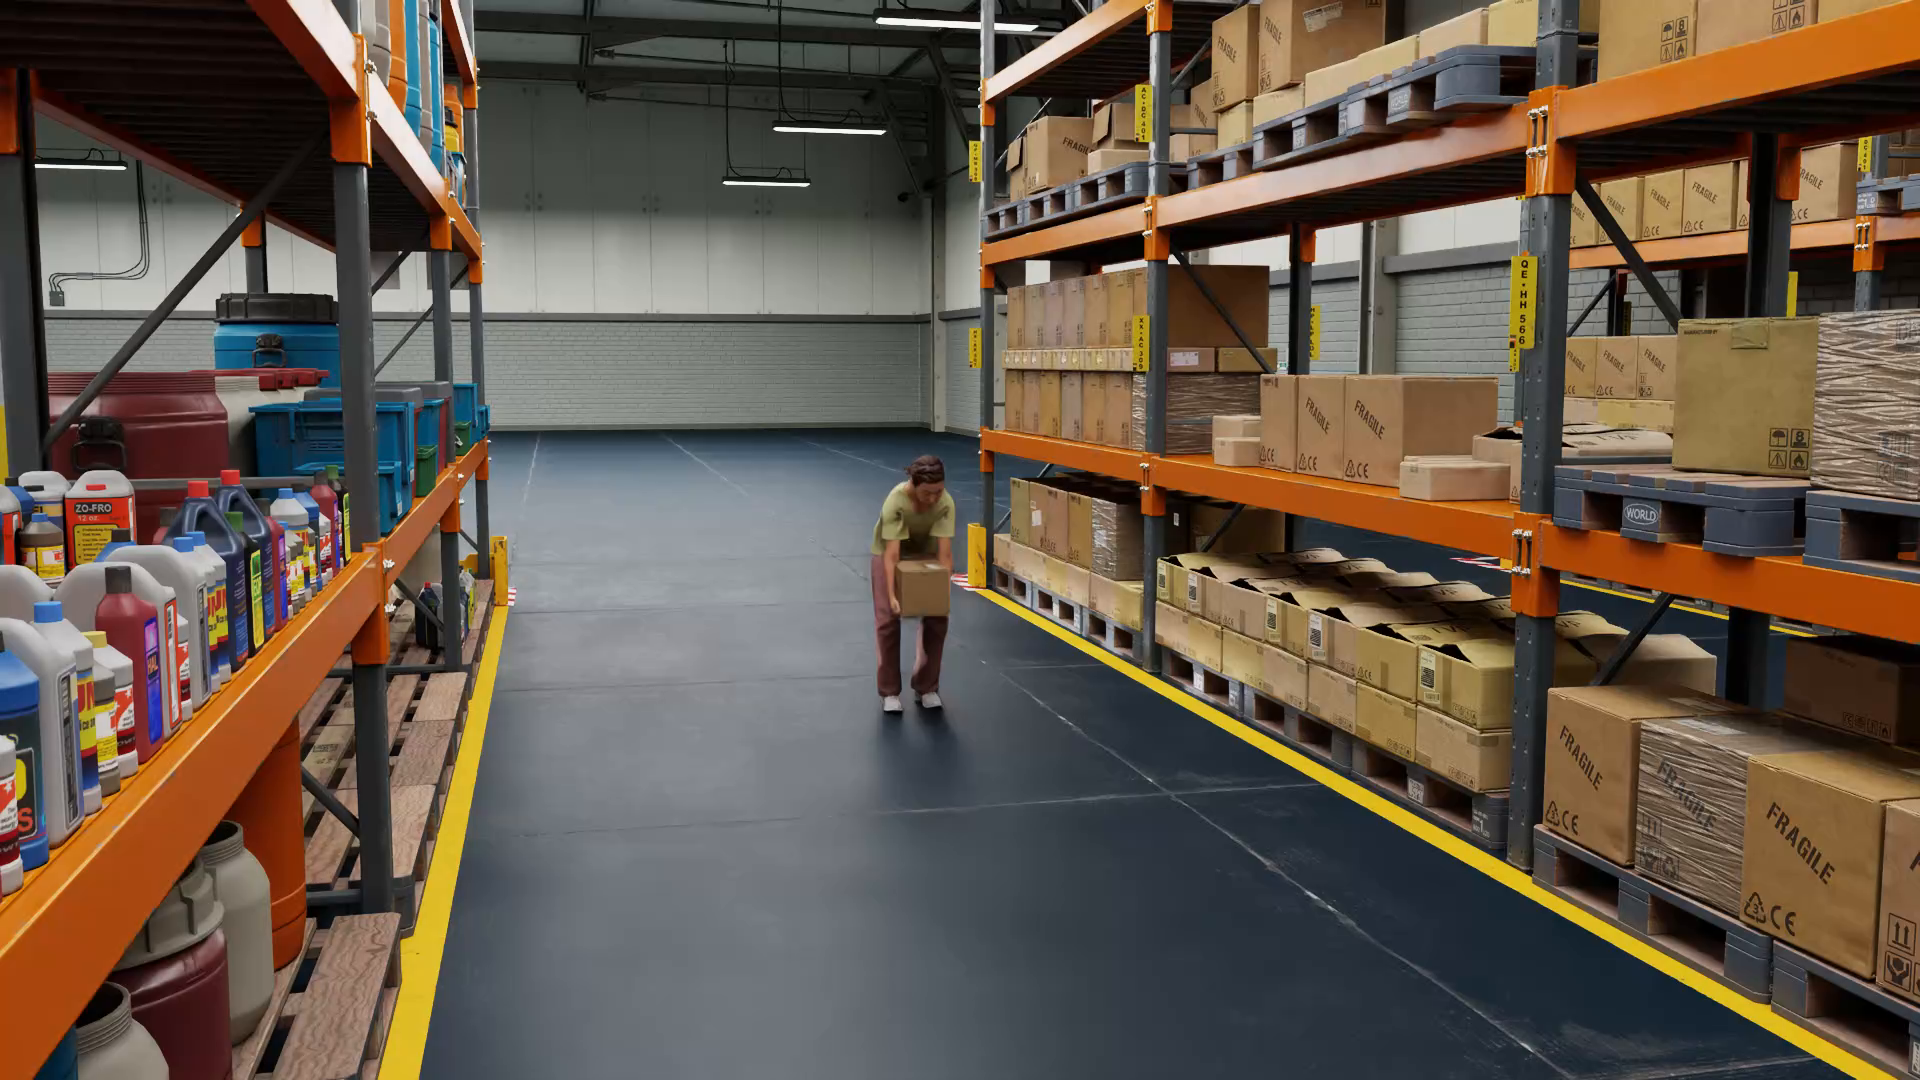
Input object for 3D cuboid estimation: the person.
[{"bbox_3d":[-0.239,0.232,8.837,0.407,1.394,0.760,-2,6,-15],"label":"person"}]
